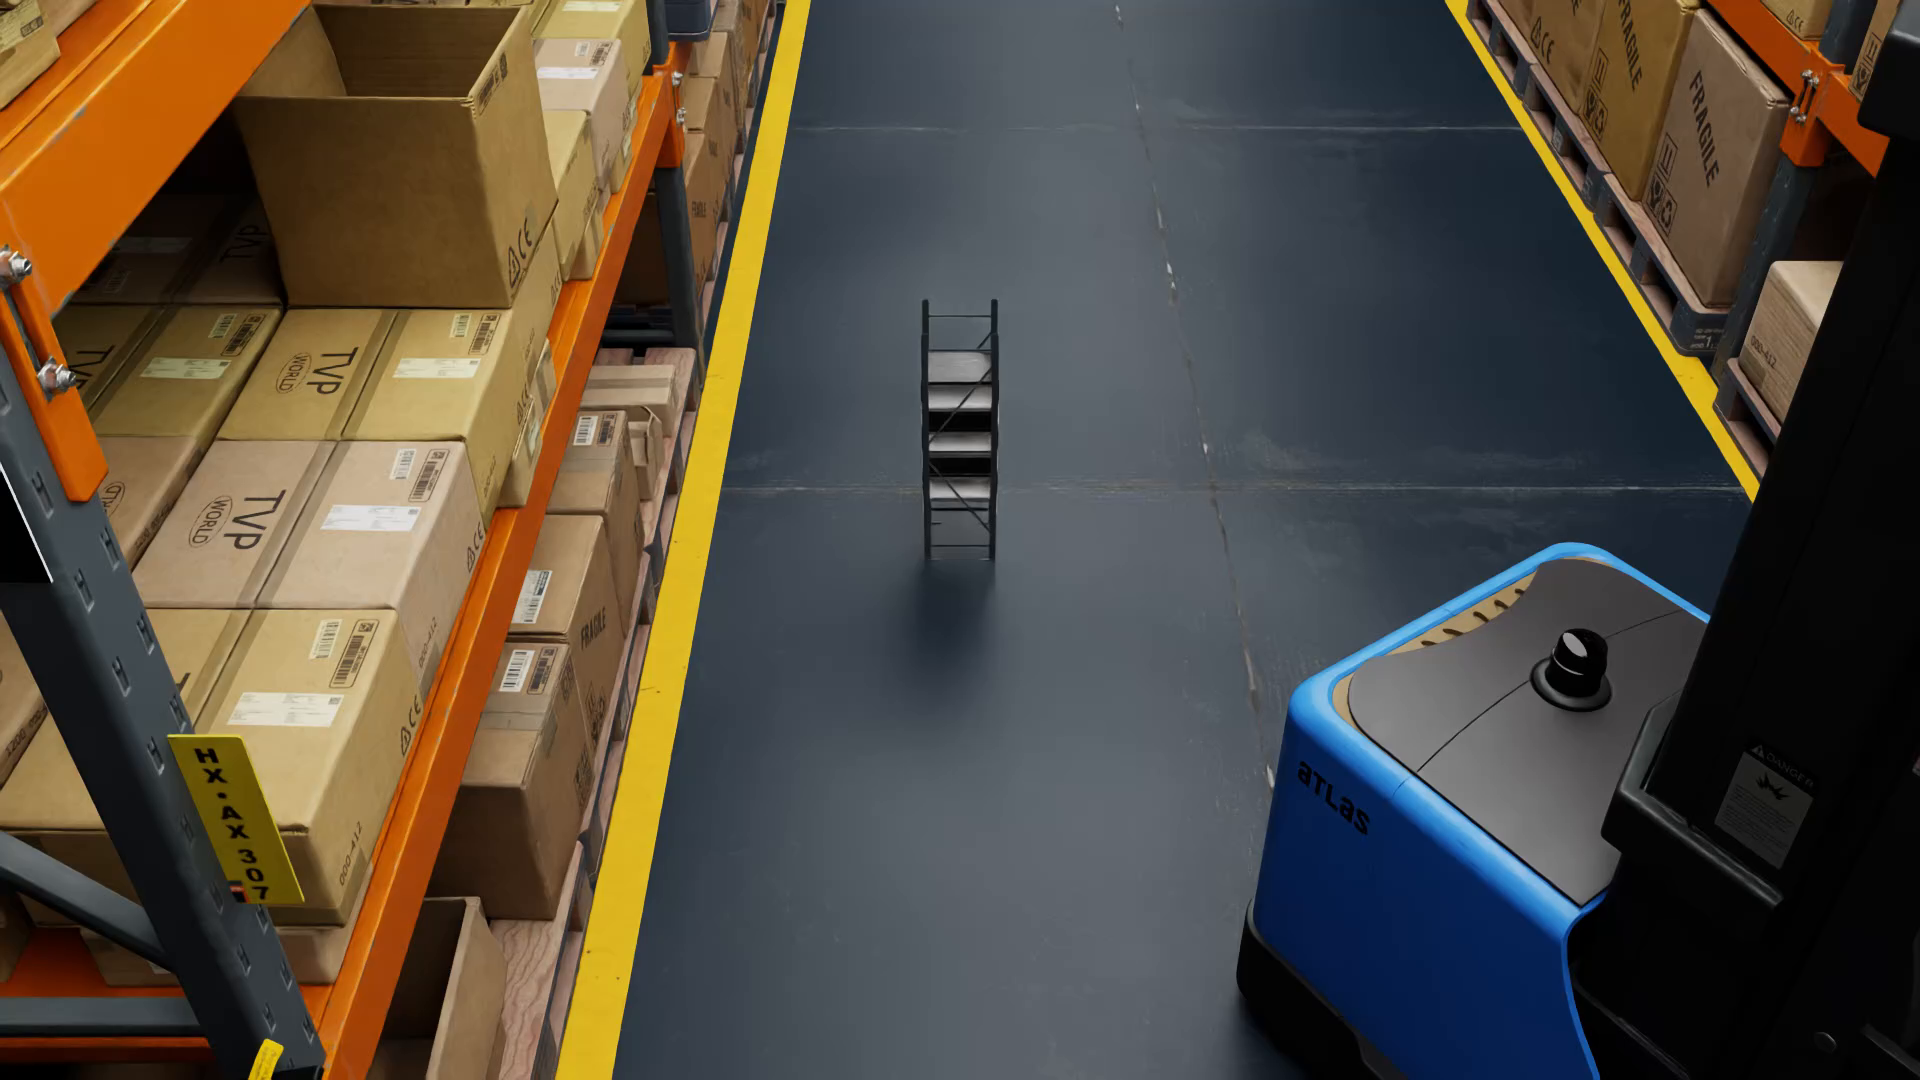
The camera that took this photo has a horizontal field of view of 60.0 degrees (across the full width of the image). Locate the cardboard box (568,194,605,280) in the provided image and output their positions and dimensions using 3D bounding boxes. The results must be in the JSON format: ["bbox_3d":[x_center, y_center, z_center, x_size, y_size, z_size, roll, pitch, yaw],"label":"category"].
[{"bbox_3d":[-1.201,-0.844,4.605,0.380,0.149,0.250,-1,39,-1],"label":"cardboard box"}]

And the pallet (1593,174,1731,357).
[{"bbox_3d":[3.386,-1.190,7.066,1.003,0.211,1.213,0,39,0],"label":"pallet"}]

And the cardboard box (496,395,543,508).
[{"bbox_3d":[-1.175,-0.202,3.804,0.380,0.149,0.250,-1,39,-1],"label":"cardboard box"}]

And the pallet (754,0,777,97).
[{"bbox_3d":[-1.543,-2.736,8.996,1.003,0.211,1.213,0,39,0],"label":"pallet"}]

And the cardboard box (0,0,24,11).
[{"bbox_3d":[-1.224,-0.794,1.826,0.500,0.250,0.500,0,39,-1],"label":"cardboard box"}]

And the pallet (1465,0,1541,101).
[{"bbox_3d":[3.383,-2.716,8.970,1.003,0.211,1.213,0,39,0],"label":"pallet"}]

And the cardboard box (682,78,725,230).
[{"bbox_3d":[-1.288,-1.614,7.029,0.500,0.500,0.500,-1,39,-1],"label":"cardboard box"}]

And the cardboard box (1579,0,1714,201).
[{"bbox_3d":[3.373,-2.083,7.314,0.875,0.875,0.875,1,39,1],"label":"cardboard box"}]

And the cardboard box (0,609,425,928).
[{"bbox_3d":[-1.228,0.370,2.772,0.500,0.250,0.500,0,39,0],"label":"cardboard box"}]

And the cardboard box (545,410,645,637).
[{"bbox_3d":[-1.366,-0.043,5.068,0.700,0.500,0.500,-1,39,-2],"label":"cardboard box"}]

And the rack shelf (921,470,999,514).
[{"bbox_3d":[0.000,-0.180,5.596,0.258,0.077,0.200,0,39,0],"label":"rack shelf"}]

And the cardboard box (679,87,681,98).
[{"bbox_3d":[-1.284,-1.735,6.422,0.380,0.149,0.250,-2,39,-2],"label":"cardboard box"}]

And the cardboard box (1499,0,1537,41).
[{"bbox_3d":[3.375,-3.200,8.708,0.875,0.875,0.875,0,39,0],"label":"cardboard box"}]

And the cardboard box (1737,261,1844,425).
[{"bbox_3d":[3.355,-0.567,5.772,0.875,0.438,0.875,-1,39,-1],"label":"cardboard box"}]

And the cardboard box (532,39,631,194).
[{"bbox_3d":[-1.242,-1.216,4.751,0.500,0.250,0.500,0,39,0],"label":"cardboard box"}]

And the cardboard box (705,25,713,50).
[{"bbox_3d":[-1.300,-2.273,7.332,0.380,0.149,0.250,1,39,2],"label":"cardboard box"}]

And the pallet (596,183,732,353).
[{"bbox_3d":[-1.540,-1.210,7.092,1.003,0.211,1.213,0,39,0],"label":"pallet"}]

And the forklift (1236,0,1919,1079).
[{"bbox_3d":[1.962,0.602,2.655,1.130,2.935,3.031,-24,44,-27],"label":"forklift"}]

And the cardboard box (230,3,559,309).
[{"bbox_3d":[-1.230,-0.861,3.708,0.500,0.500,0.500,1,39,1],"label":"cardboard box"}]

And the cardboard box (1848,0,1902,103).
[{"bbox_3d":[3.201,-1.541,5.195,0.500,0.500,0.500,1,39,1],"label":"cardboard box"}]

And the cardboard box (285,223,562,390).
[{"bbox_3d":[-1.255,-0.582,3.960,0.500,0.250,0.500,-1,39,-1],"label":"cardboard box"}]

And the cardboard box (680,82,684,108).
[{"bbox_3d":[-1.325,-1.790,6.729,0.380,0.149,0.250,-2,39,-2],"label":"cardboard box"}]

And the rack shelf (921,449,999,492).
[{"bbox_3d":[0.000,-0.250,5.539,0.258,0.077,0.200,0,39,0],"label":"rack shelf"}]

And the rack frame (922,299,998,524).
[{"bbox_3d":[0.000,-0.410,5.542,0.240,0.900,0.006,0,39,0],"label":"rack frame"}]

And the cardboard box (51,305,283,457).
[{"bbox_3d":[-1.758,-0.266,3.565,0.500,0.250,0.500,1,39,1],"label":"cardboard box"}]

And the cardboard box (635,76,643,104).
[{"bbox_3d":[-1.249,-1.493,5.415,0.380,0.149,0.250,0,39,1],"label":"cardboard box"}]

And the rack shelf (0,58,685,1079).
[{"bbox_3d":[-1.499,-0.259,4.249,1.077,0.370,4.000,0,39,0],"label":"rack shelf"}]

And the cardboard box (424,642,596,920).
[{"bbox_3d":[-1.365,0.606,4.258,0.700,0.500,0.500,1,39,2],"label":"cardboard box"}]

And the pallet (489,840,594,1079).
[{"bbox_3d":[-1.499,1.254,4.017,1.003,0.211,1.213,0,39,0],"label":"pallet"}]

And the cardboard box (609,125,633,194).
[{"bbox_3d":[-1.202,-1.167,5.009,0.380,0.149,0.250,1,39,1],"label":"cardboard box"}]

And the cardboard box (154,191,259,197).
[{"bbox_3d":[-1.765,-0.901,4.358,0.500,0.250,0.500,1,39,1],"label":"cardboard box"}]

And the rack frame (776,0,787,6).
[{"bbox_3d":[-1.506,-4.291,8.706,1.000,3.000,0.127,0,39,0],"label":"rack frame"}]

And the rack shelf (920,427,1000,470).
[{"bbox_3d":[0.000,-0.320,5.483,0.258,0.077,0.200,0,39,0],"label":"rack shelf"}]

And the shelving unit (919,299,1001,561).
[{"bbox_3d":[0.000,-0.346,5.462,0.258,0.900,0.210,0,39,0],"label":"shelving unit"}]

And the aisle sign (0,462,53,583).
[{"bbox_3d":[-1.203,-0.261,1.598,0.394,0.787,0.004,0,39,0],"label":"aisle sign"}]

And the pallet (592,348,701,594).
[{"bbox_3d":[-1.502,-0.272,5.921,1.003,0.211,1.213,0,39,0],"label":"pallet"}]

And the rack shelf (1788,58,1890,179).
[{"bbox_3d":[3.464,-0.264,4.257,1.077,0.370,4.000,0,39,0],"label":"rack shelf"}]

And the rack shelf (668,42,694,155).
[{"bbox_3d":[-1.504,-2.760,7.371,1.077,0.370,4.000,0,39,0],"label":"rack shelf"}]

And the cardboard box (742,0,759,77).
[{"bbox_3d":[-1.297,-2.575,8.228,0.500,0.500,0.500,2,39,2],"label":"cardboard box"}]

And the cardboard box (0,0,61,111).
[{"bbox_3d":[-1.265,-0.561,1.853,0.380,0.149,0.250,1,39,1],"label":"cardboard box"}]

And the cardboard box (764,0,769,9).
[{"bbox_3d":[-1.291,-3.216,9.027,0.500,0.500,0.500,1,39,1],"label":"cardboard box"}]

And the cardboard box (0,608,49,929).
[{"bbox_3d":[-1.763,0.366,2.776,0.500,0.250,0.500,1,39,1],"label":"cardboard box"}]
